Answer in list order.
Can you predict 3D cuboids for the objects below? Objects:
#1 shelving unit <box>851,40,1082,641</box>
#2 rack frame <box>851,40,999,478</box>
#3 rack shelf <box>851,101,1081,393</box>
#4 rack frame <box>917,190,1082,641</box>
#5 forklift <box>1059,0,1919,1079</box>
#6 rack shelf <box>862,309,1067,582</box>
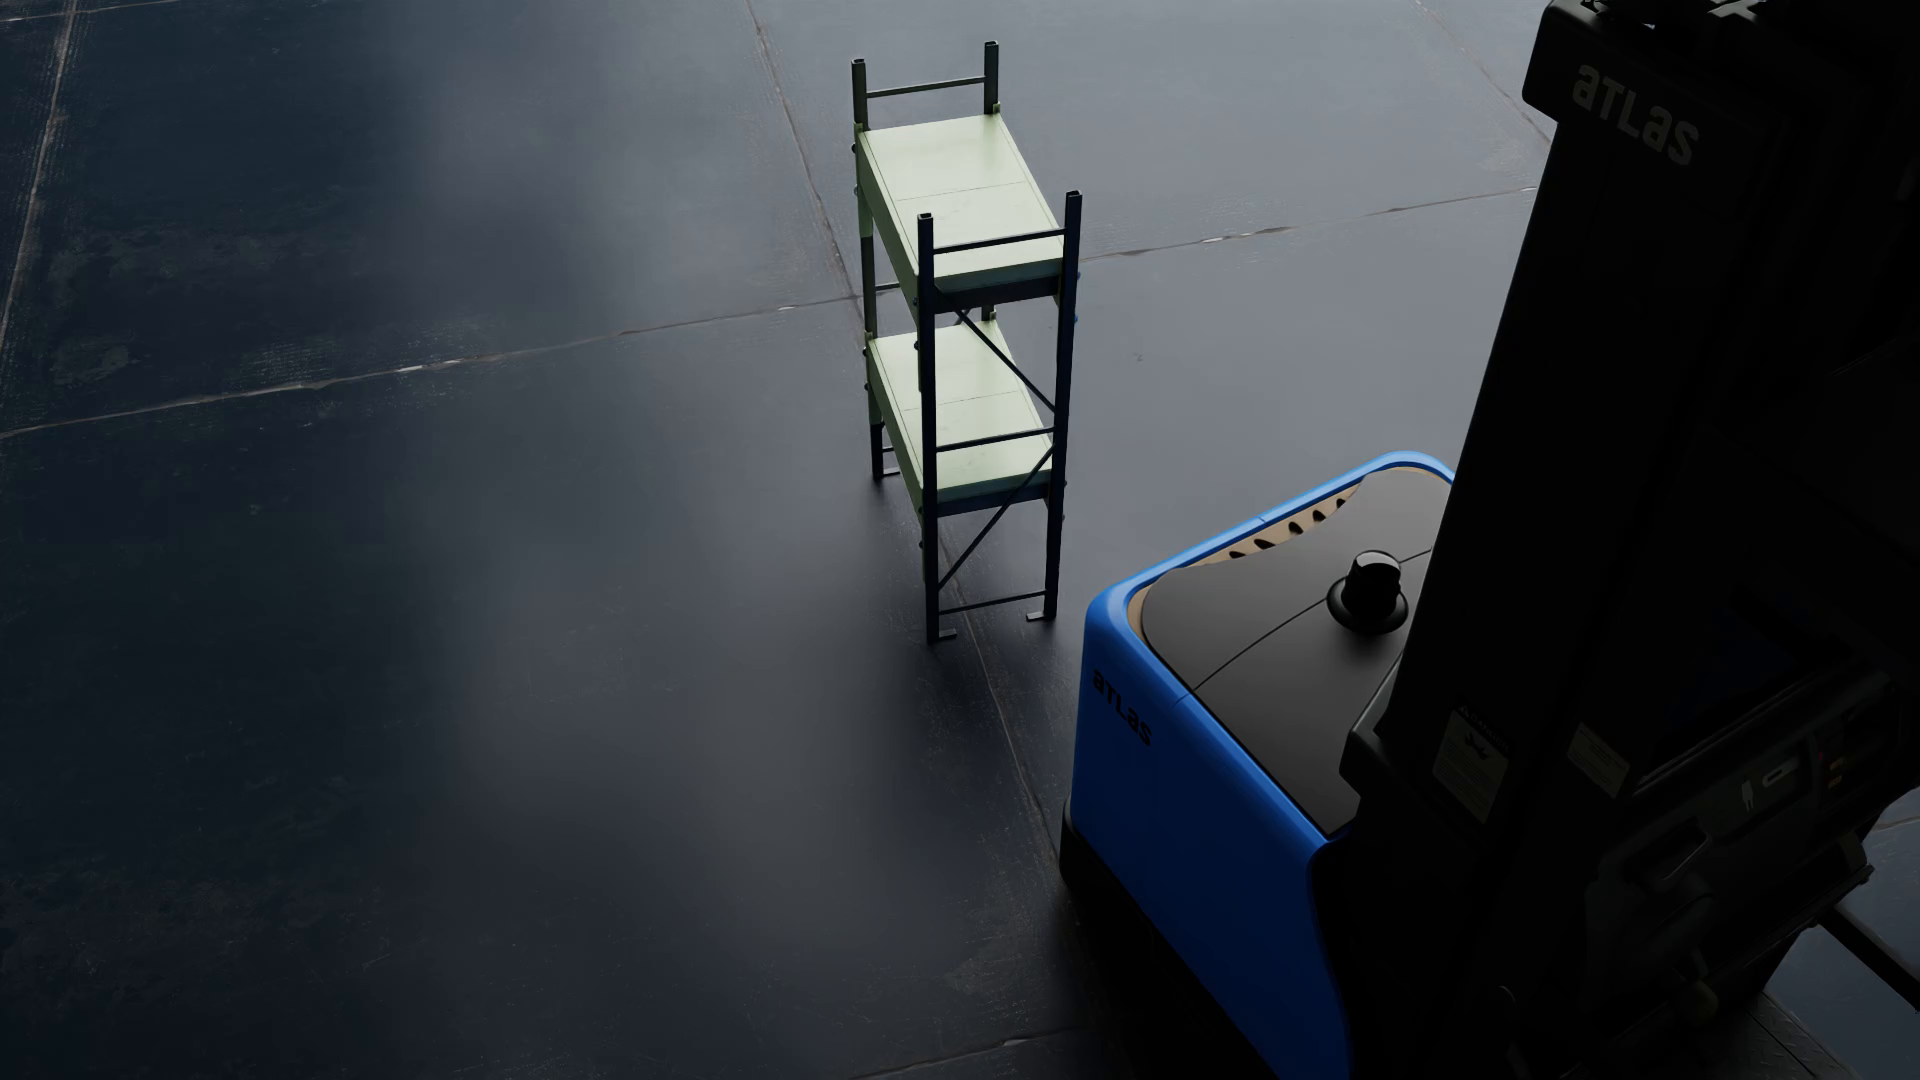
[{"bbox_3d":[0.002,-0.520,4.710,0.431,1.500,0.755,-11,47,-10],"label":"shelving unit"},{"bbox_3d":[-0.092,-0.773,4.957,0.400,1.500,0.023,-11,47,-10],"label":"rack frame"},{"bbox_3d":[0.002,-0.793,4.431,0.431,0.370,0.720,-11,47,-10],"label":"rack shelf"},{"bbox_3d":[0.095,-0.268,4.462,0.400,1.500,0.023,-11,47,-10],"label":"rack frame"},{"bbox_3d":[1.469,0.561,2.648,1.130,2.935,3.031,-24,50,-22],"label":"forklift"},{"bbox_3d":[0.002,-0.292,4.943,0.431,0.370,0.720,-11,47,-10],"label":"rack shelf"}]
